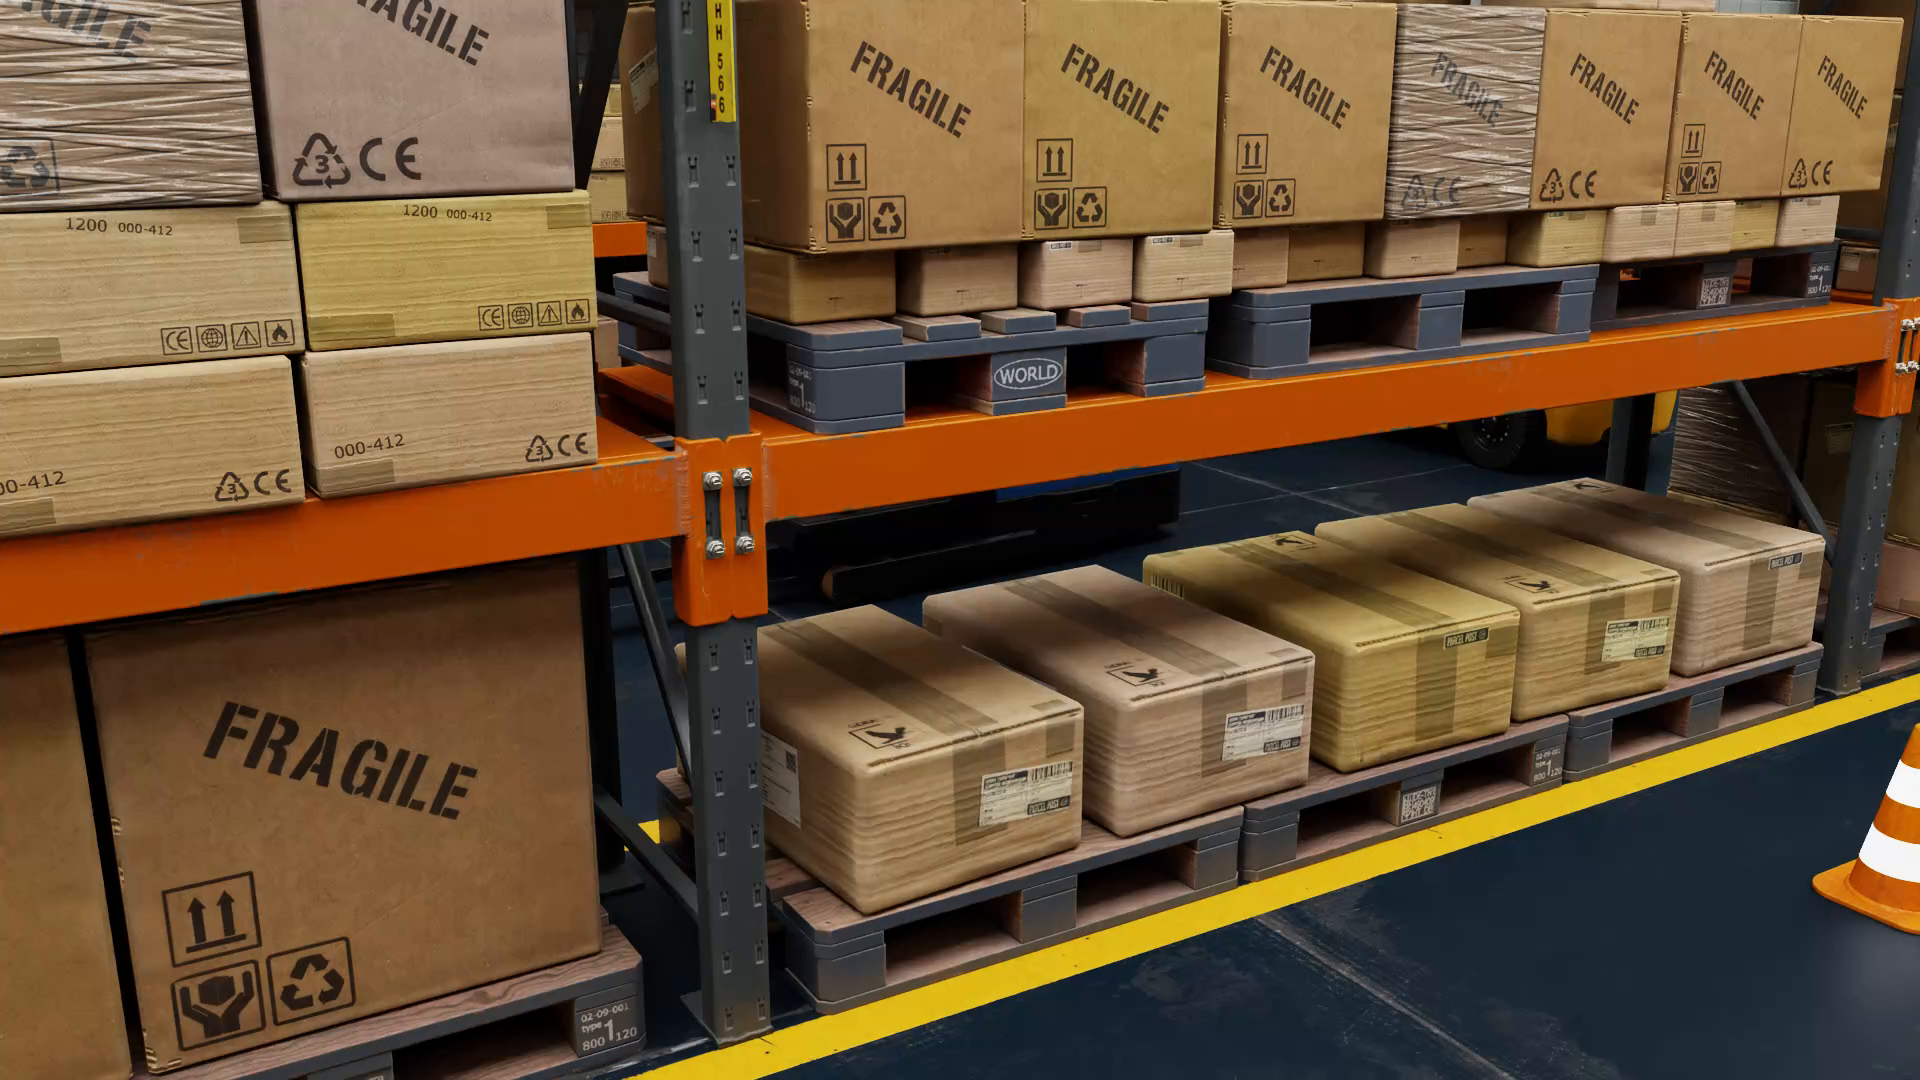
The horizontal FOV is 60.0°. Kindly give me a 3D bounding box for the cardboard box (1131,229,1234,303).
[{"bbox_3d":[0.423,-0.659,3.891,0.250,0.149,0.380,-9,18,-29],"label":"cardboard box"}]

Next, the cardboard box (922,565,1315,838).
[{"bbox_3d":[0.402,0.399,4.519,0.625,0.372,0.950,-10,18,-31],"label":"cardboard box"}]

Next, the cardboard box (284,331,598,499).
[{"bbox_3d":[-1.016,-0.281,3.131,0.500,0.250,0.500,-10,18,-32],"label":"cardboard box"}]

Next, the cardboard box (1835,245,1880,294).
[{"bbox_3d":[3.148,-0.888,5.485,0.250,0.149,0.380,-9,18,-30],"label":"cardboard box"}]

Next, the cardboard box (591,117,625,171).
[{"bbox_3d":[-1.882,-1.943,8.134,0.500,0.250,0.500,-10,18,-31],"label":"cardboard box"}]

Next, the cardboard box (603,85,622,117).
[{"bbox_3d":[-1.750,-2.150,8.134,0.250,0.149,0.380,-9,18,-29],"label":"cardboard box"}]

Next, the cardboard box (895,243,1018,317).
[{"bbox_3d":[-0.082,-0.598,3.674,0.250,0.149,0.380,-11,19,-33],"label":"cardboard box"}]

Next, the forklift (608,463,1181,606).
[{"bbox_3d":[-0.512,-1.314,6.667,3.031,2.935,1.130,-11,19,-34],"label":"forklift"}]

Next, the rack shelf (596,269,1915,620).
[{"bbox_3d":[0.998,-0.415,4.665,4.000,0.370,1.077,-9,18,-30],"label":"rack shelf"}]

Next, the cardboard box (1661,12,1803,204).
[{"bbox_3d":[2.011,-1.246,4.784,0.500,0.500,0.500,-9,18,-29],"label":"cardboard box"}]

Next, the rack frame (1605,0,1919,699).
[{"bbox_3d":[2.713,-1.039,5.560,0.127,3.000,1.000,-9,18,-30],"label":"rack frame"}]

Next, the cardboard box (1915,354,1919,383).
[{"bbox_3d":[3.496,-0.614,5.768,0.250,0.149,0.380,-9,18,-29],"label":"cardboard box"}]

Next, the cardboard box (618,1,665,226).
[{"bbox_3d":[-0.469,-1.004,3.921,0.500,0.500,0.500,-10,18,-31],"label":"cardboard box"}]

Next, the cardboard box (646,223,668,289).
[{"bbox_3d":[-0.556,-0.664,3.910,0.250,0.149,0.380,-8,18,-28],"label":"cardboard box"}]

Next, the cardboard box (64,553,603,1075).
[{"bbox_3d":[-1.351,0.414,3.532,0.875,0.875,0.875,-9,18,-30],"label":"cardboard box"}]

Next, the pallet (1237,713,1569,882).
[{"bbox_3d":[0.999,0.583,4.940,1.213,0.211,1.003,-9,18,-30],"label":"pallet"}]

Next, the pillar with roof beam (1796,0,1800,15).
[{"bbox_3d":[9.881,-5.582,10.649,0.400,9.000,9.100,-9,18,-30],"label":"pillar with roof beam"}]

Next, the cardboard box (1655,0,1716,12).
[{"bbox_3d":[1.849,-1.530,4.594,0.250,0.149,0.380,-10,18,-31],"label":"cardboard box"}]

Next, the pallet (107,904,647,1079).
[{"bbox_3d":[-1.431,0.952,3.624,1.213,0.211,1.003,-9,18,-30],"label":"pallet"}]

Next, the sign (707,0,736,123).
[{"bbox_3d":[-0.427,-0.913,2.963,0.005,0.325,0.100,-9,18,-30],"label":"sign"}]

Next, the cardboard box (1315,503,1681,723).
[{"bbox_3d":[1.650,0.198,5.236,0.625,0.372,0.950,-8,18,-26],"label":"cardboard box"}]

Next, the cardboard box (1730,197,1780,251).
[{"bbox_3d":[2.179,-0.952,4.938,0.250,0.149,0.380,-10,18,-31],"label":"cardboard box"}]

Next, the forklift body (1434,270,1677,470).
[{"bbox_3d":[2.896,-1.649,9.307,1.214,2.155,2.313,-9,18,-30],"label":"forklift body"}]

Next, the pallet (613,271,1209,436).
[{"bbox_3d":[-0.160,-0.515,4.043,1.003,0.211,1.213,-9,18,-30],"label":"pallet"}]

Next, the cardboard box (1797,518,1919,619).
[{"bbox_3d":[3.358,0.063,5.944,0.500,0.250,0.500,-10,19,-32],"label":"cardboard box"}]

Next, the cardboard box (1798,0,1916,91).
[{"bbox_3d":[3.202,-1.723,5.410,0.500,0.500,0.700,-9,18,-30],"label":"cardboard box"}]

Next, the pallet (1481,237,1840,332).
[{"bbox_3d":[1.983,-0.874,5.327,1.213,0.211,1.003,-9,18,-30],"label":"pallet"}]

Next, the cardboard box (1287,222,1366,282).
[{"bbox_3d":[0.811,-0.759,4.247,0.250,0.149,0.380,-8,18,-28],"label":"cardboard box"}]

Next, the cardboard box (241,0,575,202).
[{"bbox_3d":[-1.024,-0.880,2.955,0.500,0.500,0.500,-10,18,-31],"label":"cardboard box"}]

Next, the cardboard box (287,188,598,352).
[{"bbox_3d":[-1.000,-0.526,3.079,0.500,0.250,0.500,-9,18,-30],"label":"cardboard box"}]

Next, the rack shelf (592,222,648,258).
[{"bbox_3d":[-1.561,-1.563,8.760,4.000,0.370,1.077,-9,18,-30],"label":"rack shelf"}]

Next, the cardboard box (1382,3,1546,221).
[{"bbox_3d":[1.116,-1.103,4.273,0.500,0.500,0.500,-10,19,-32],"label":"cardboard box"}]

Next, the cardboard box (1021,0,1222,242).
[{"bbox_3d":[0.232,-0.960,3.762,0.500,0.500,0.500,-8,18,-27],"label":"cardboard box"}]

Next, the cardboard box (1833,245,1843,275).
[{"bbox_3d":[3.042,-1.070,6.134,0.250,0.149,0.380,-9,18,-28],"label":"cardboard box"}]

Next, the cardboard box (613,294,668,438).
[{"bbox_3d":[-1.601,-0.960,8.898,0.625,0.625,0.875,-10,19,-32],"label":"cardboard box"}]

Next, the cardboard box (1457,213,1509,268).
[{"bbox_3d":[1.253,-0.834,4.514,0.250,0.149,0.380,-10,18,-32],"label":"cardboard box"}]

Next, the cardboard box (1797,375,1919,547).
[{"bbox_3d":[3.358,-0.298,5.843,0.500,0.500,0.500,-8,18,-27],"label":"cardboard box"}]

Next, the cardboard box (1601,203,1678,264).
[{"bbox_3d":[1.760,-0.872,4.651,0.250,0.149,0.380,-9,18,-29],"label":"cardboard box"}]
